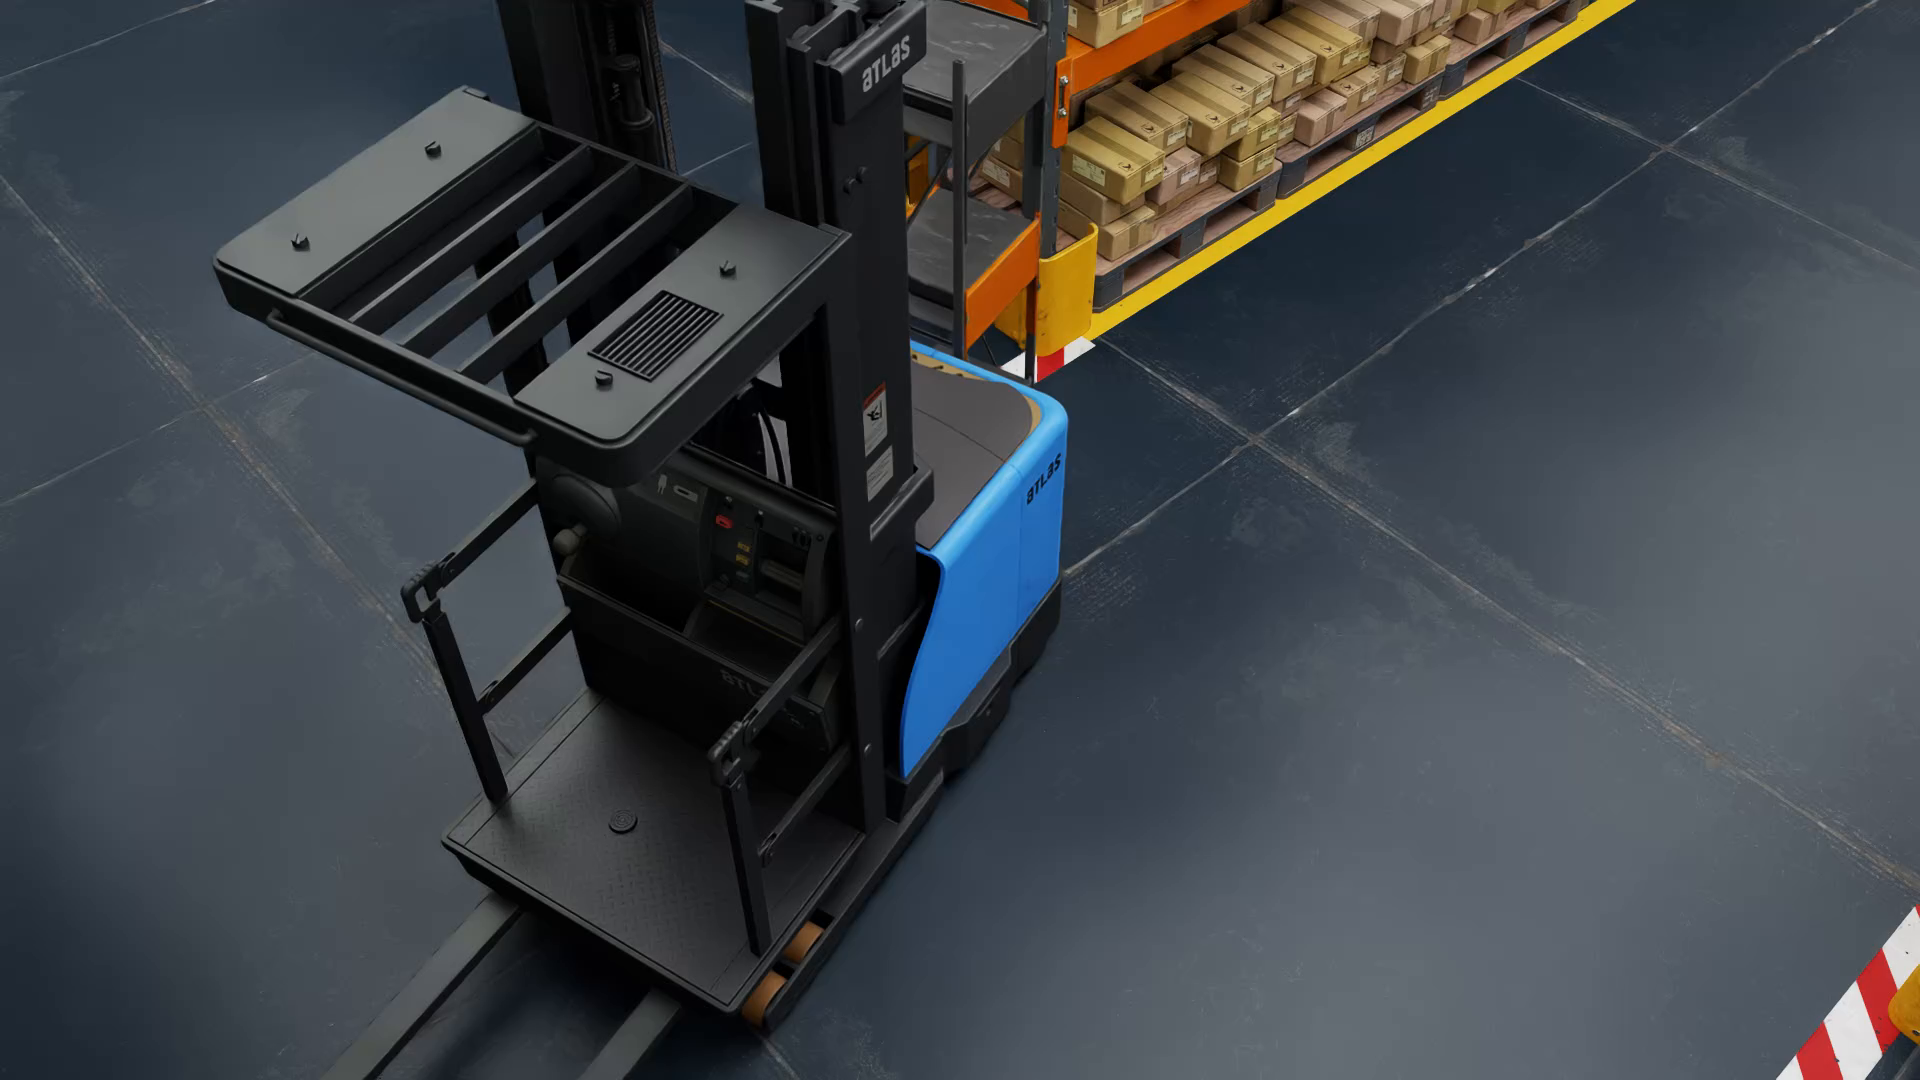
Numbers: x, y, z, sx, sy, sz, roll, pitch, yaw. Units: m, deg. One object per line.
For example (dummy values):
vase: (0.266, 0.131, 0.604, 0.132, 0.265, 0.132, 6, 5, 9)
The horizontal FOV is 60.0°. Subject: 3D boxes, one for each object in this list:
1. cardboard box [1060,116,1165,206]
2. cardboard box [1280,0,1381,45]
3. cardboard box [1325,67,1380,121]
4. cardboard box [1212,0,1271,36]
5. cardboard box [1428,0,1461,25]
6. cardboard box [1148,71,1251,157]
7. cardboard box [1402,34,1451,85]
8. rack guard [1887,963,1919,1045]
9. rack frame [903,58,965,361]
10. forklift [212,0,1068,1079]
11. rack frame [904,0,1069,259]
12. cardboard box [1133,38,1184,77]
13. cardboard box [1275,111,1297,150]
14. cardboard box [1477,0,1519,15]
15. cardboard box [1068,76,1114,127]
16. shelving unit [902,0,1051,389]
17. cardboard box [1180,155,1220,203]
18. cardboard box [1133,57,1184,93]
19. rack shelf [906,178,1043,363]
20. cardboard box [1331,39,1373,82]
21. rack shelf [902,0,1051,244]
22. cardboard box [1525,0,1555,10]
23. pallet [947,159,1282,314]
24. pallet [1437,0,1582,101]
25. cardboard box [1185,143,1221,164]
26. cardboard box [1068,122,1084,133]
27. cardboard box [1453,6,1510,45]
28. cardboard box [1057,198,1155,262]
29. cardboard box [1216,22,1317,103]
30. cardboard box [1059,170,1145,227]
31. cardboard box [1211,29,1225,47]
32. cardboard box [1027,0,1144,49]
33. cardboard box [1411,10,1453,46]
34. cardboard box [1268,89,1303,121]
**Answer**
cardboard box: (0.626, -1.579, 6.916, 0.250, 0.149, 0.380, -36, 57, -29)
cardboard box: (1.708, -2.417, 7.689, 0.250, 0.149, 0.380, -34, 56, -27)
cardboard box: (1.748, -2.160, 7.856, 0.250, 0.149, 0.380, -34, 56, -27)
cardboard box: (1.227, -2.521, 7.785, 0.250, 0.149, 0.380, -36, 57, -28)
cardboard box: (2.157, -2.620, 7.876, 0.380, 0.149, 0.250, 36, 57, 29)
cardboard box: (1.022, -1.836, 7.152, 0.250, 0.149, 0.380, -34, 56, -27)
cardboard box: (2.143, -2.390, 8.068, 0.250, 0.149, 0.380, -34, 56, -27)
rack guard: (3.254, 1.479, 4.545, 0.348, 0.500, 1.175, -34, 56, -27)
rack frame: (-0.158, -0.688, 5.456, 0.400, 2.100, 0.015, 24, 52, 21)
forklift: (-0.844, 0.046, 4.214, 1.130, 2.935, 3.031, 24, 52, 21)
rack frame: (0.010, -2.128, 6.172, 0.127, 3.000, 1.000, -34, 56, -27)
cardboard box: (0.796, -2.288, 7.570, 0.250, 0.149, 0.380, -36, 57, -28)
cardboard box: (1.318, -1.933, 7.647, 0.250, 0.149, 0.380, -34, 56, -27)
cardboard box: (2.572, -2.771, 8.217, 0.250, 0.149, 0.380, -36, 57, -28)
cardboard box: (0.455, -1.998, 7.301, 0.250, 0.149, 0.380, -33, 55, -26)
shelving unit: (-0.031, -0.841, 5.597, 0.431, 2.100, 0.503, 24, 52, 21)
cardboard box: (0.930, -1.689, 7.421, 0.250, 0.149, 0.380, -33, 55, -27)
cardboard box: (0.860, -2.155, 7.649, 0.250, 0.149, 0.380, -34, 56, -28)
rack shelf: (-0.031, -0.832, 5.607, 0.431, 0.518, 0.480, 24, 52, 21)
cardboard box: (1.707, -2.333, 7.813, 0.250, 0.149, 0.380, -31, 55, -26)
rack shelf: (-0.032, -1.307, 5.093, 0.431, 0.518, 0.480, 24, 52, 21)
cardboard box: (2.908, -2.902, 8.541, 0.250, 0.149, 0.380, -33, 55, -27)
pallet: (0.691, -1.602, 7.585, 1.213, 0.211, 1.003, -34, 56, -27)
pallet: (2.496, -2.808, 8.698, 1.213, 0.211, 1.003, -34, 56, -27)
cardboard box: (0.932, -1.797, 7.319, 0.250, 0.149, 0.380, -33, 55, -27)
cardboard box: (0.438, -1.920, 7.432, 0.250, 0.149, 0.380, -35, 56, -28)
cardboard box: (2.508, -2.653, 8.311, 0.250, 0.149, 0.380, -36, 57, -28)
cardboard box: (0.613, -1.388, 7.144, 0.250, 0.149, 0.380, -33, 55, -26)
cardboard box: (1.361, -2.136, 7.429, 0.250, 0.149, 0.380, -32, 55, -26)
cardboard box: (0.570, -1.524, 7.067, 0.250, 0.149, 0.380, -32, 55, -26)
cardboard box: (1.168, -2.458, 7.929, 0.250, 0.149, 0.380, -31, 55, -25)
cardboard box: (0.470, -2.024, 6.248, 0.250, 0.149, 0.380, -34, 56, -27)
cardboard box: (2.145, -2.563, 8.026, 0.250, 0.149, 0.380, -32, 55, -26)
cardboard box: (1.327, -2.048, 7.550, 0.380, 0.149, 0.250, 36, 57, 29)
